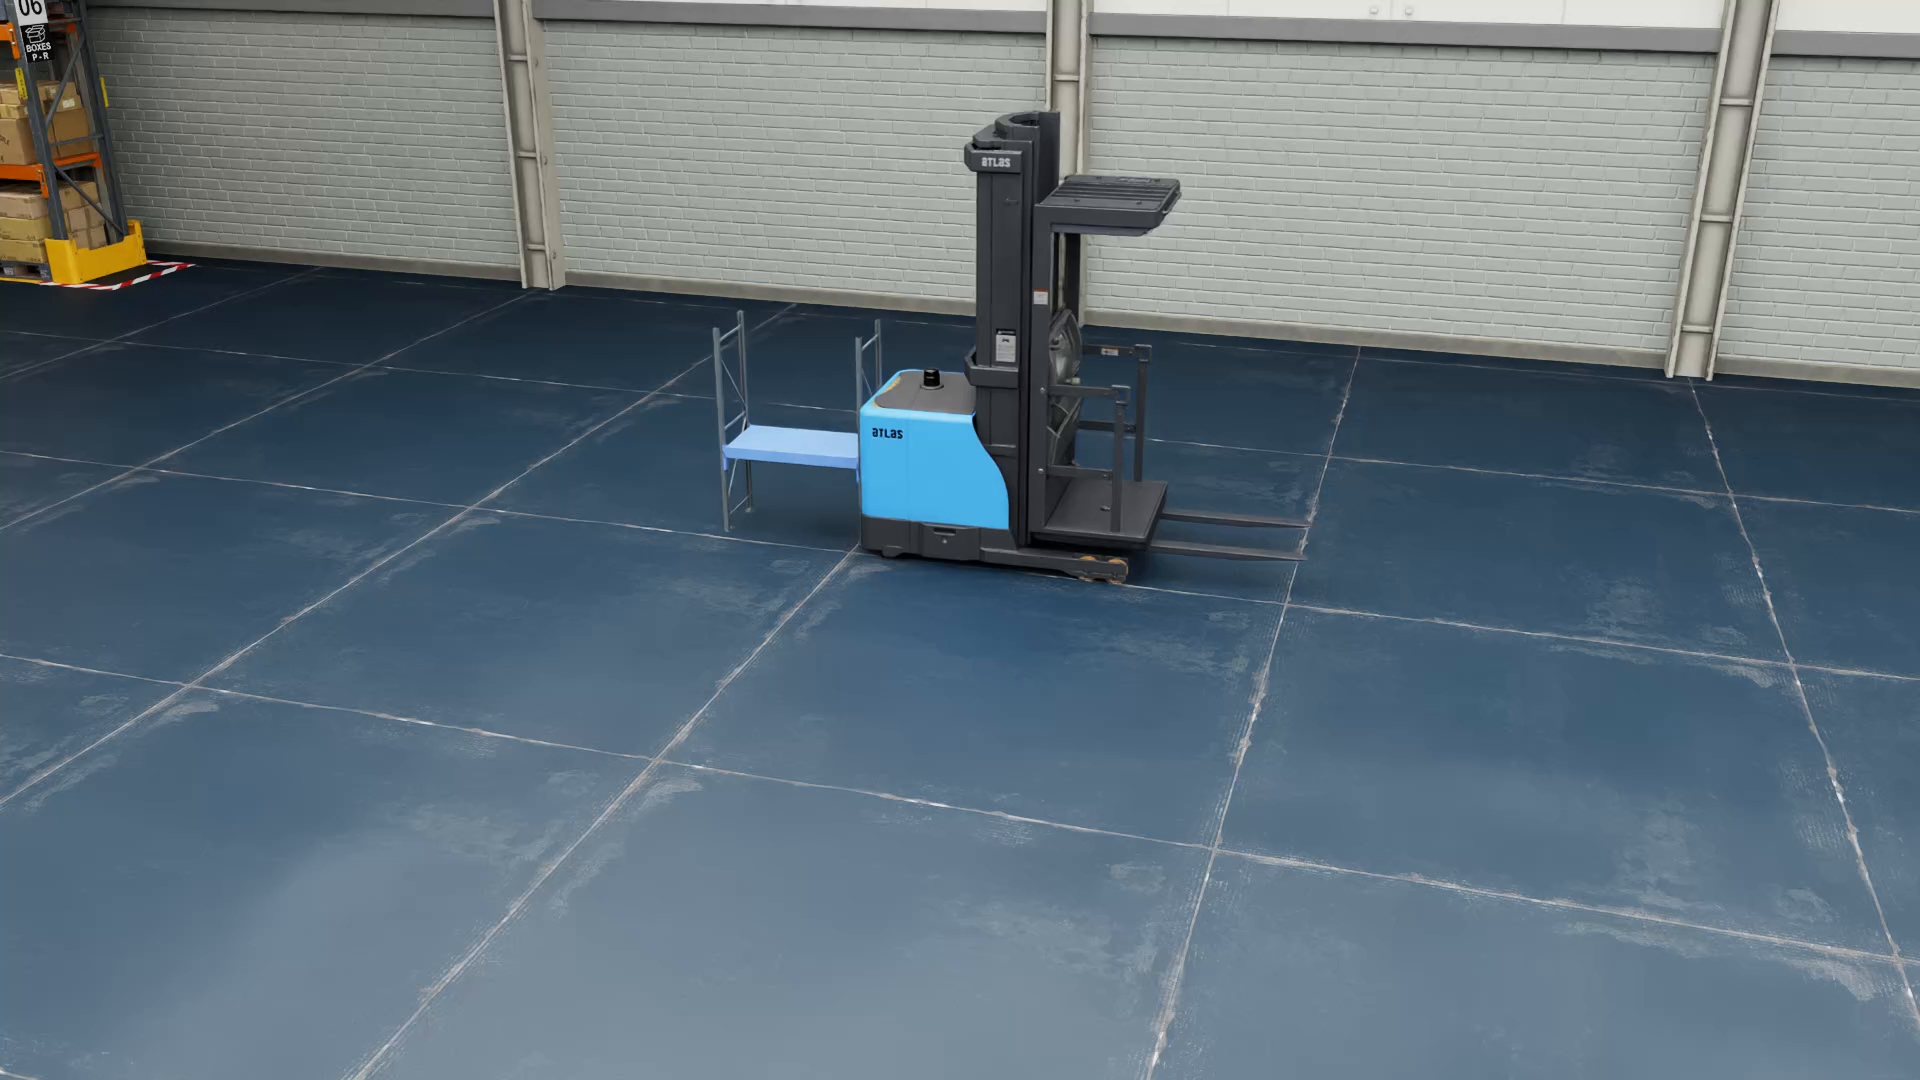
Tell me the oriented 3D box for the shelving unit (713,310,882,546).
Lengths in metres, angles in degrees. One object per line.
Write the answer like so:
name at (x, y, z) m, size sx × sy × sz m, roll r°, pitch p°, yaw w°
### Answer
shelving unit at (-1.118, -0.793, 11.728) m, size 1.048 × 1.500 × 0.538 m, roll 5°, pitch 23°, yaw 13°

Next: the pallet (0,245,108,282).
pallet at (-10.767, -3.285, 19.500) m, size 1.213 × 0.211 × 1.003 m, roll 7°, pitch 23°, yaw 16°

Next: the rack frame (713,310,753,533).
rack frame at (-1.611, -0.841, 11.843) m, size 0.032 × 1.500 × 0.500 m, roll 5°, pitch 23°, yaw 13°

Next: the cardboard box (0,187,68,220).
cardboard box at (-10.554, -3.828, 18.903) m, size 0.500 × 0.250 × 0.500 m, roll 7°, pitch 23°, yaw 17°

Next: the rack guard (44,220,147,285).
rack guard at (-10.000, -3.347, 19.272) m, size 0.348 × 0.500 × 1.175 m, roll 7°, pitch 23°, yaw 16°

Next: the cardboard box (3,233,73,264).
cardboard box at (-10.564, -3.365, 19.092) m, size 0.500 × 0.250 × 0.500 m, roll 7°, pitch 23°, yaw 16°

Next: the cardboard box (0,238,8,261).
cardboard box at (-11.037, -3.423, 19.233) m, size 0.500 × 0.250 × 0.500 m, roll 7°, pitch 23°, yaw 15°

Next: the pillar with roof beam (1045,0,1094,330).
pillar with roof beam at (-0.184, -4.806, 11.629) m, size 0.400 × 9.000 × 9.100 m, roll 7°, pitch 23°, yaw 16°

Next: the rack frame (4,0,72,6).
rack frame at (-10.023, -7.282, 17.665) m, size 0.127 × 3.000 × 1.000 m, roll 7°, pitch 23°, yaw 16°

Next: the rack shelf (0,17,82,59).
rack shelf at (-11.938, -5.781, 18.905) m, size 4.000 × 0.370 × 1.077 m, roll 7°, pitch 23°, yaw 16°

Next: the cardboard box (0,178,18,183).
cardboard box at (-11.383, -4.125, 19.626) m, size 0.500 × 0.250 × 0.500 m, roll 6°, pitch 23°, yaw 15°

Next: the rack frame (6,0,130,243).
rack frame at (-10.023, -4.506, 18.804) m, size 0.127 × 3.000 × 1.000 m, roll 7°, pitch 23°, yaw 16°

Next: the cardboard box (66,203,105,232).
cardboard box at (-10.413, -3.787, 19.461) m, size 0.500 × 0.250 × 0.500 m, roll 7°, pitch 23°, yaw 16°

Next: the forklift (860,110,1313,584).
forklift at (0.887, -1.286, 11.042) m, size 3.031 × 2.935 × 1.130 m, roll 5°, pitch 23°, yaw 13°

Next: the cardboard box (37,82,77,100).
cardboard box at (-10.283, -5.105, 18.884) m, size 0.250 × 0.149 × 0.380 m, roll 6°, pitch 23°, yaw 14°

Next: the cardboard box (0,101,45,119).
cardboard box at (-10.436, -4.789, 18.506) m, size 0.250 × 0.149 × 0.380 m, roll 7°, pitch 23°, yaw 16°

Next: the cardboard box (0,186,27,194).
cardboard box at (-11.044, -3.882, 19.034) m, size 0.500 × 0.250 × 0.500 m, roll 7°, pitch 23°, yaw 16°

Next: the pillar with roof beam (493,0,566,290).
pillar with roof beam at (-5.928, -5.464, 13.233) m, size 0.400 × 9.000 × 9.100 m, roll 7°, pitch 23°, yaw 16°

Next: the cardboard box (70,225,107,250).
cardboard box at (-10.437, -3.554, 19.550) m, size 0.500 × 0.250 × 0.500 m, roll 7°, pitch 23°, yaw 16°

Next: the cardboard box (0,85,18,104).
cardboard box at (-10.672, -4.969, 18.553) m, size 0.250 × 0.149 × 0.380 m, roll 7°, pitch 23°, yaw 16°

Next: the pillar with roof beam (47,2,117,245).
pillar with roof beam at (-11.673, -6.122, 14.836) m, size 0.400 × 9.000 × 9.100 m, roll 7°, pitch 23°, yaw 16°

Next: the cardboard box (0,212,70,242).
cardboard box at (-10.579, -3.600, 19.004) m, size 0.500 × 0.250 × 0.500 m, roll 6°, pitch 23°, yaw 15°

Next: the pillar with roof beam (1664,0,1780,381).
pillar with roof beam at (5.560, -4.148, 10.026) m, size 0.400 × 9.000 × 9.100 m, roll 7°, pitch 23°, yaw 16°

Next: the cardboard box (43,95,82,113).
cardboard box at (-10.273, -4.984, 18.982) m, size 0.250 × 0.149 × 0.380 m, roll 6°, pitch 23°, yaw 14°

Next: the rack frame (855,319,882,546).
rack frame at (-0.625, -0.746, 11.612) m, size 0.032 × 1.500 × 0.500 m, roll 5°, pitch 23°, yaw 13°

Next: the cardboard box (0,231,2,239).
cardboard box at (-11.056, -3.659, 19.148) m, size 0.500 × 0.250 × 0.500 m, roll 6°, pitch 23°, yaw 15°

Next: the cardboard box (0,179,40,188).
cardboard box at (-10.908, -4.066, 19.483) m, size 0.500 × 0.250 × 0.500 m, roll 7°, pitch 23°, yaw 16°

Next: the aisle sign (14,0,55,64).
aisle sign at (-10.045, -5.595, 18.033) m, size 0.004 × 0.787 × 0.394 m, roll 7°, pitch 23°, yaw 16°

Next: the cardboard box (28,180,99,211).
cardboard box at (-10.428, -4.013, 19.352) m, size 0.500 × 0.250 × 0.500 m, roll 6°, pitch 23°, yaw 15°

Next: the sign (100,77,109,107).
sign at (-9.857, -5.145, 19.114) m, size 0.005 × 0.325 × 0.100 m, roll 7°, pitch 23°, yaw 16°

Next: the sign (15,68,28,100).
sign at (-10.193, -4.956, 18.062) m, size 0.005 × 0.325 × 0.100 m, roll 7°, pitch 23°, yaw 16°

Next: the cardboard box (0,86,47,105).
cardboard box at (-10.427, -4.953, 18.514) m, size 0.250 × 0.149 × 0.380 m, roll 7°, pitch 23°, yaw 16°

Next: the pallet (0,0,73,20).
pallet at (-10.692, -5.940, 18.463) m, size 1.213 × 0.211 × 1.003 m, roll 7°, pitch 23°, yaw 16°

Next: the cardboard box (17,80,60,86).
cardboard box at (-10.519, -5.157, 19.011) m, size 0.250 × 0.149 × 0.380 m, roll 7°, pitch 23°, yaw 17°

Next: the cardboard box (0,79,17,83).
cardboard box at (-11.013, -5.202, 19.121) m, size 0.250 × 0.149 × 0.380 m, roll 7°, pitch 23°, yaw 16°

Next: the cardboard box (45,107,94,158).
cardboard box at (-10.417, -4.708, 19.163) m, size 0.500 × 0.500 × 0.500 m, roll 7°, pitch 23°, yaw 17°

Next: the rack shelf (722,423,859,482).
rack shelf at (-1.118, -0.627, 11.796) m, size 1.000 × 0.185 × 0.538 m, roll 5°, pitch 23°, yaw 13°

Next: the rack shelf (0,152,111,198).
rack shelf at (-11.938, -4.393, 19.475) m, size 4.000 × 0.370 × 1.077 m, roll 7°, pitch 23°, yaw 16°

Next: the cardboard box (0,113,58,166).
cardboard box at (-10.570, -4.511, 18.684) m, size 0.500 × 0.500 × 0.500 m, roll 6°, pitch 23°, yaw 14°

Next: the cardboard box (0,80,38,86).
cardboard box at (-10.780, -5.170, 19.042) m, size 0.250 × 0.149 × 0.380 m, roll 7°, pitch 23°, yaw 17°
